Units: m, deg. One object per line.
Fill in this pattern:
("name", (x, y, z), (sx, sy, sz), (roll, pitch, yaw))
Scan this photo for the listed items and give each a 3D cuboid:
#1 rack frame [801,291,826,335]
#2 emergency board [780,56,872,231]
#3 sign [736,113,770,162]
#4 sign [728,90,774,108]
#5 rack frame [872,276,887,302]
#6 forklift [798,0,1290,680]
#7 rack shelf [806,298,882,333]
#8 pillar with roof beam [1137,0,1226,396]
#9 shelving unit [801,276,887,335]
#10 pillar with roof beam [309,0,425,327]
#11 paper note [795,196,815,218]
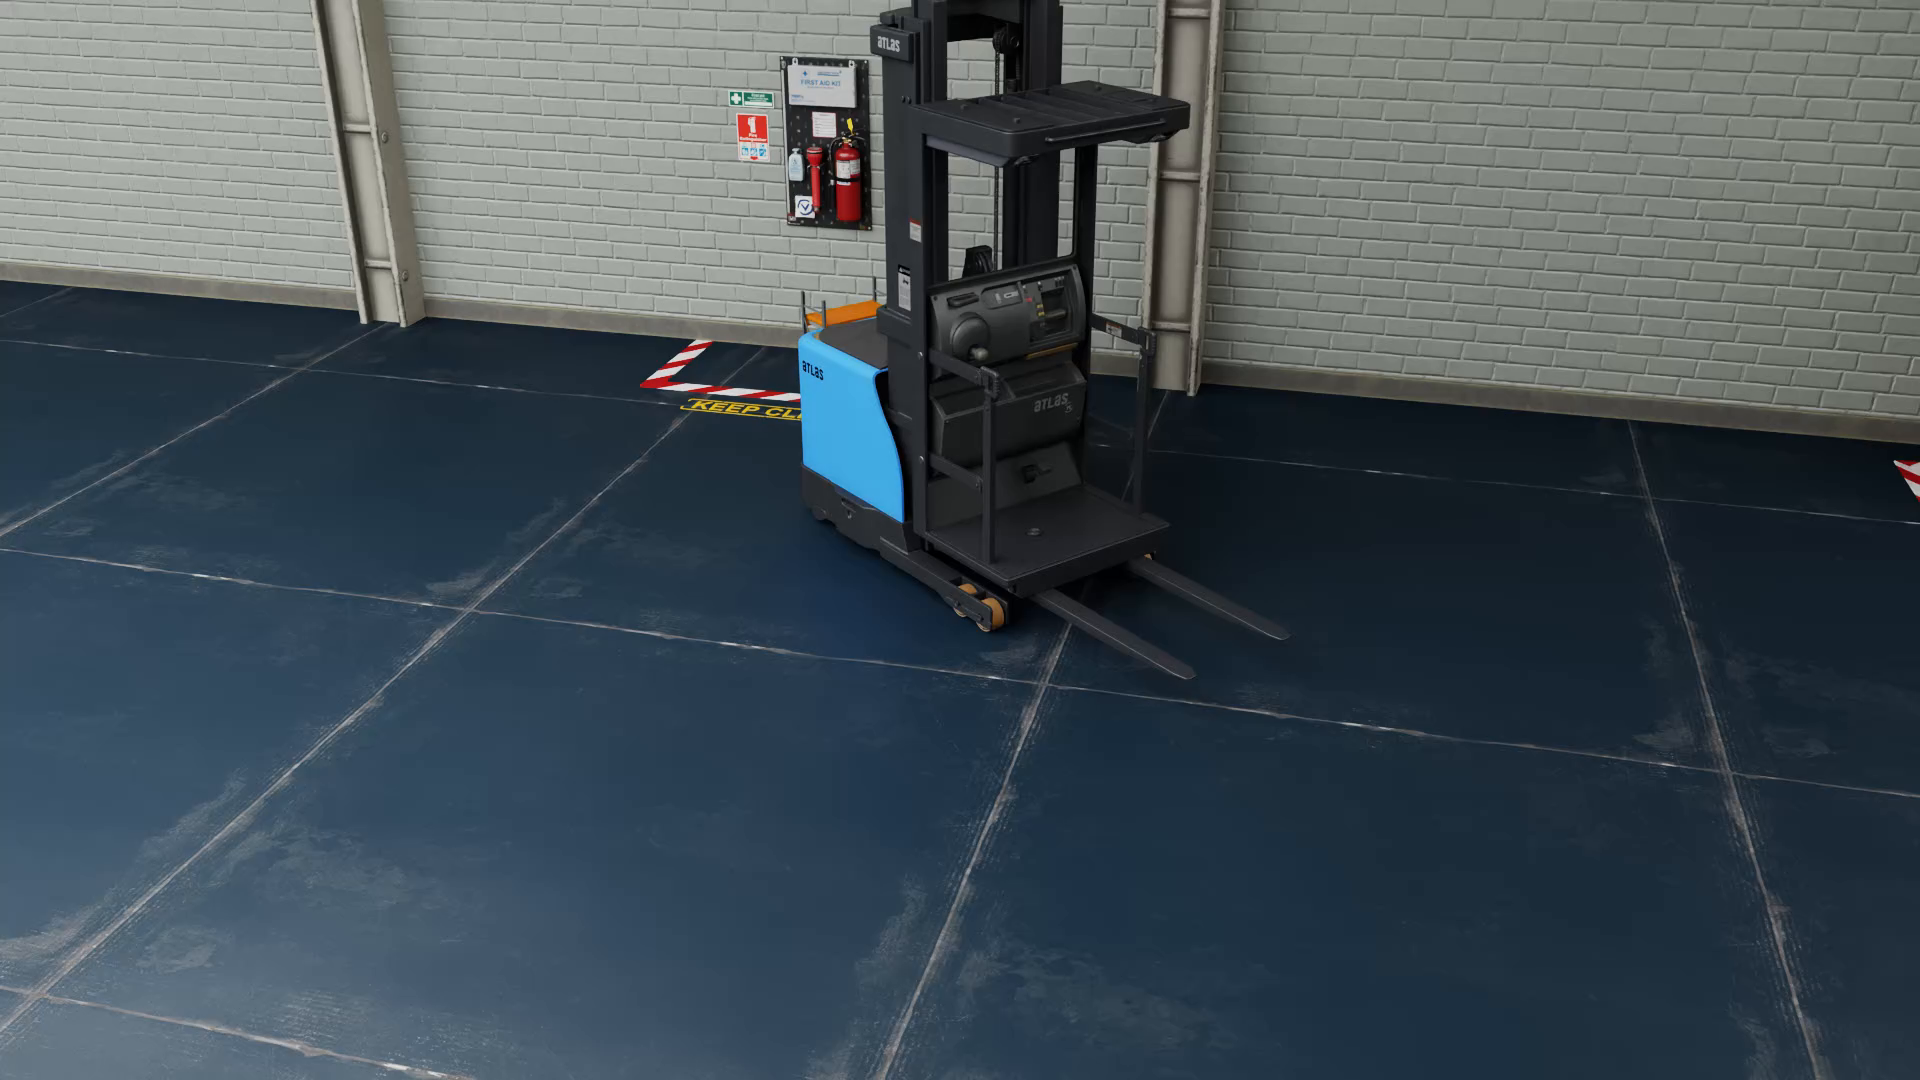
("rack frame", (-0.826, -0.830, 9.599), (0.015, 1.200, 0.240), (-18, 31, -33))
("emergency board", (-0.938, -2.697, 11.426), (0.643, 1.169, 0.194), (6, 26, 13))
("sign", (-1.448, -2.815, 11.633), (0.234, 0.329, 0.001), (6, 26, 13))
("sign", (-1.446, -3.051, 11.510), (0.331, 0.109, 0.001), (6, 26, 13))
("rack frame", (-0.435, -0.956, 9.862), (0.015, 1.200, 0.240), (-18, 31, -33))
("forklift", (0.377, -1.106, 8.164), (1.130, 2.935, 3.031), (-18, 31, -33))
("rack shelf", (-0.630, -1.248, 9.562), (0.480, 0.148, 0.258), (-18, 31, -33))
("pillar with roof beam", (0.373, -3.333, 5.783), (0.400, 9.000, 9.100), (6, 26, 13))
("shelving unit", (-0.630, -0.893, 9.730), (0.503, 1.200, 0.258), (-18, 31, -33))
("pillar with roof beam", (-5.438, -3.976, 7.132), (0.400, 9.000, 9.100), (6, 26, 13))
("paper note", (-1.093, -2.347, 11.715), (0.142, 0.148, 0.016), (6, 26, 13))
